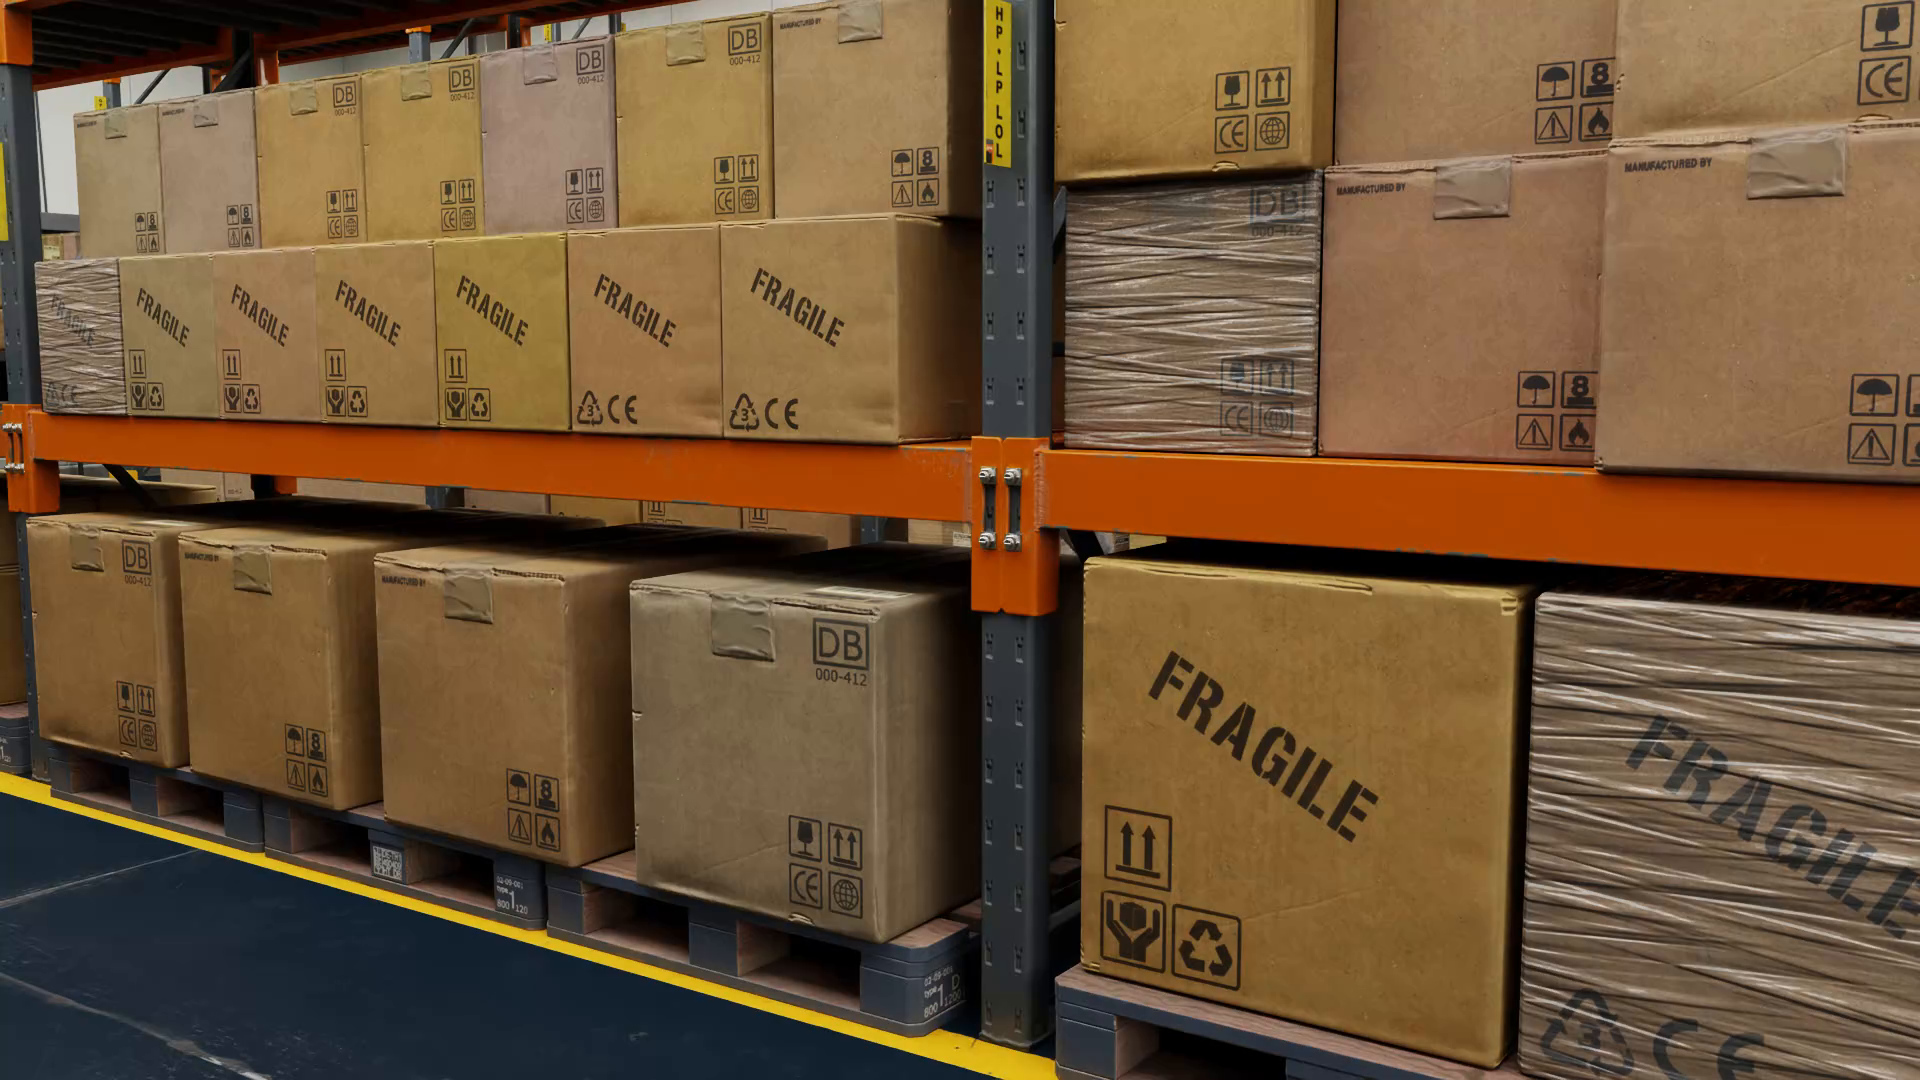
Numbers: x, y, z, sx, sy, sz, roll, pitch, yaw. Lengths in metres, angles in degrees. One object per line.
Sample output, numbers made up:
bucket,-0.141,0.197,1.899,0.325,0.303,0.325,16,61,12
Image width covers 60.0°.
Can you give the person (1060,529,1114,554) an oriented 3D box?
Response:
person,0.397,-0.139,7.187,0.465,1.681,0.536,5,8,35
